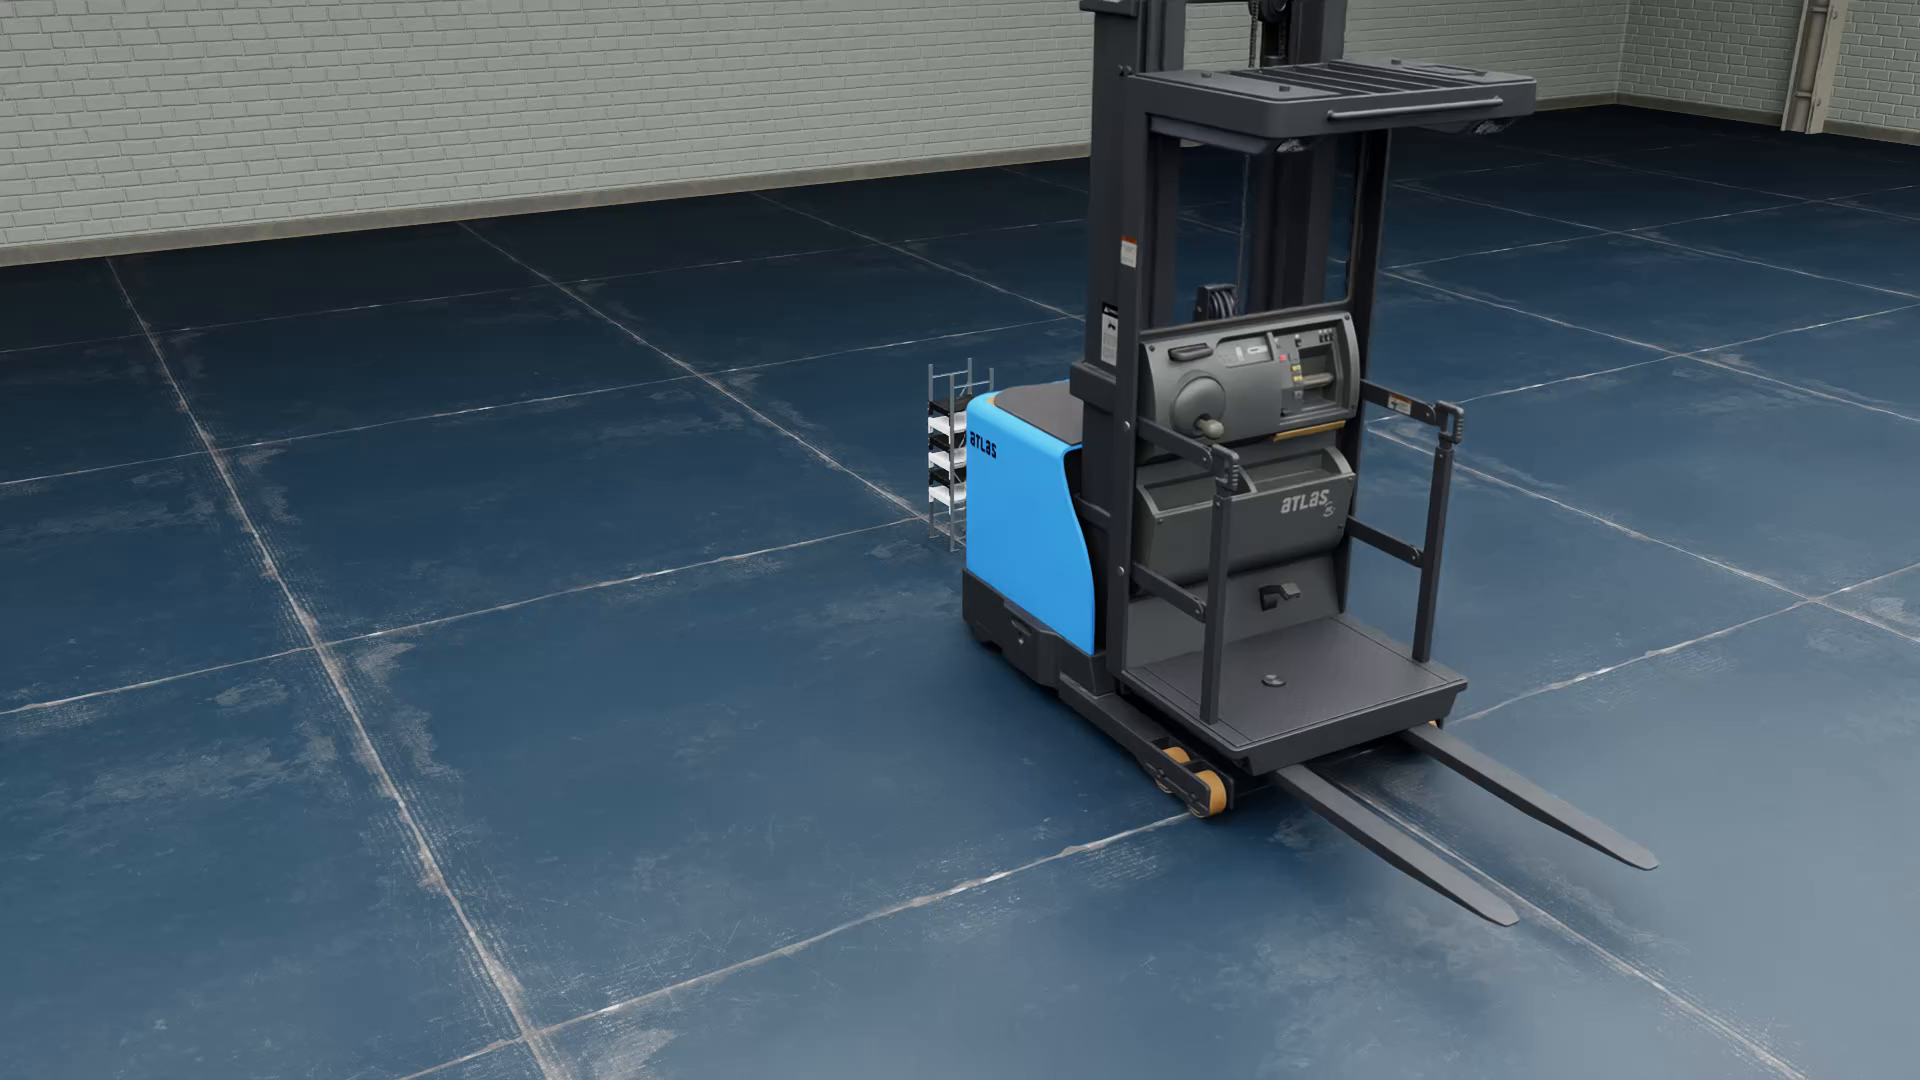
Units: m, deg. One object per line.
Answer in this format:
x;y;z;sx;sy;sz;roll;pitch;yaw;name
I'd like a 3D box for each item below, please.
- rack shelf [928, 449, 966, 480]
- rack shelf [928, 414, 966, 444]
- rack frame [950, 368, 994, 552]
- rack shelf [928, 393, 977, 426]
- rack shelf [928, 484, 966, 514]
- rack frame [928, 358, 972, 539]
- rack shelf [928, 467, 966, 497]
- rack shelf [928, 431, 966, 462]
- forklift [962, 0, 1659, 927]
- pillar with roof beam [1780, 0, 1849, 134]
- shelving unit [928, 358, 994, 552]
0.004;-0.383;8.148;0.258;0.077;0.200;-13;25;-28;rack shelf
0.004;-0.550;8.080;0.258;0.077;0.200;-13;25;-28;rack shelf
0.056;-0.381;8.055;0.240;0.900;0.006;-13;25;-28;rack frame
0.004;-0.633;8.046;0.258;0.077;0.200;-13;25;-28;rack shelf
0.004;-0.217;8.216;0.258;0.077;0.200;-13;25;-28;rack shelf
-0.048;-0.447;8.217;0.240;0.900;0.006;-13;25;-28;rack frame
0.004;-0.300;8.182;0.258;0.077;0.200;-13;25;-28;rack shelf
0.004;-0.467;8.114;0.258;0.077;0.200;-13;25;-28;rack shelf
1.168;-0.570;5.820;1.130;2.935;3.031;-12;25;-27;forklift
6.948;-8.513;17.305;9.100;9.000;0.400;-13;25;-28;pillar with roof beam
0.004;-0.414;8.136;0.258;0.900;0.210;-13;25;-28;shelving unit
